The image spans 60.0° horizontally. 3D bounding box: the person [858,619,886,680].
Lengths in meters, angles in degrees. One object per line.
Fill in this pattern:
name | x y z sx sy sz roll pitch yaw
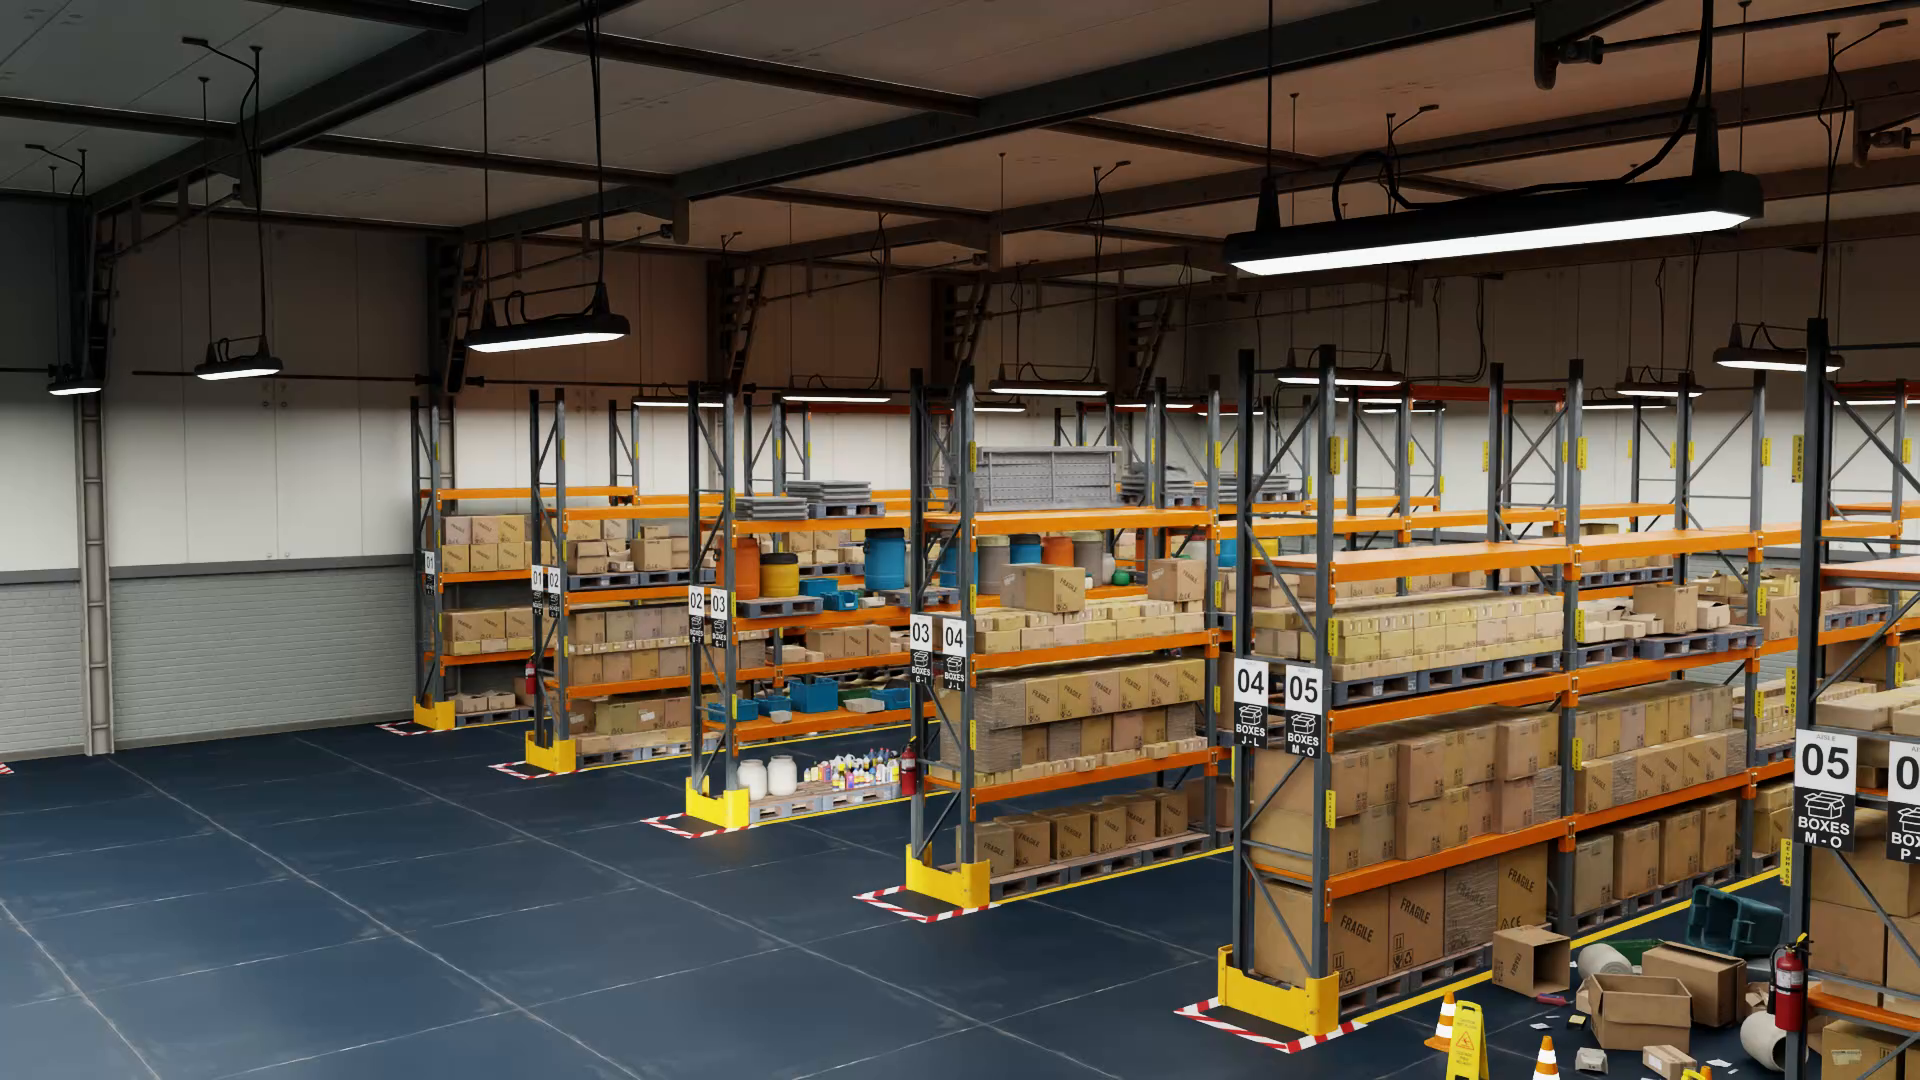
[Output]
person | -1.757 2.386 32.805 0.674 1.821 0.749 3 5 44
